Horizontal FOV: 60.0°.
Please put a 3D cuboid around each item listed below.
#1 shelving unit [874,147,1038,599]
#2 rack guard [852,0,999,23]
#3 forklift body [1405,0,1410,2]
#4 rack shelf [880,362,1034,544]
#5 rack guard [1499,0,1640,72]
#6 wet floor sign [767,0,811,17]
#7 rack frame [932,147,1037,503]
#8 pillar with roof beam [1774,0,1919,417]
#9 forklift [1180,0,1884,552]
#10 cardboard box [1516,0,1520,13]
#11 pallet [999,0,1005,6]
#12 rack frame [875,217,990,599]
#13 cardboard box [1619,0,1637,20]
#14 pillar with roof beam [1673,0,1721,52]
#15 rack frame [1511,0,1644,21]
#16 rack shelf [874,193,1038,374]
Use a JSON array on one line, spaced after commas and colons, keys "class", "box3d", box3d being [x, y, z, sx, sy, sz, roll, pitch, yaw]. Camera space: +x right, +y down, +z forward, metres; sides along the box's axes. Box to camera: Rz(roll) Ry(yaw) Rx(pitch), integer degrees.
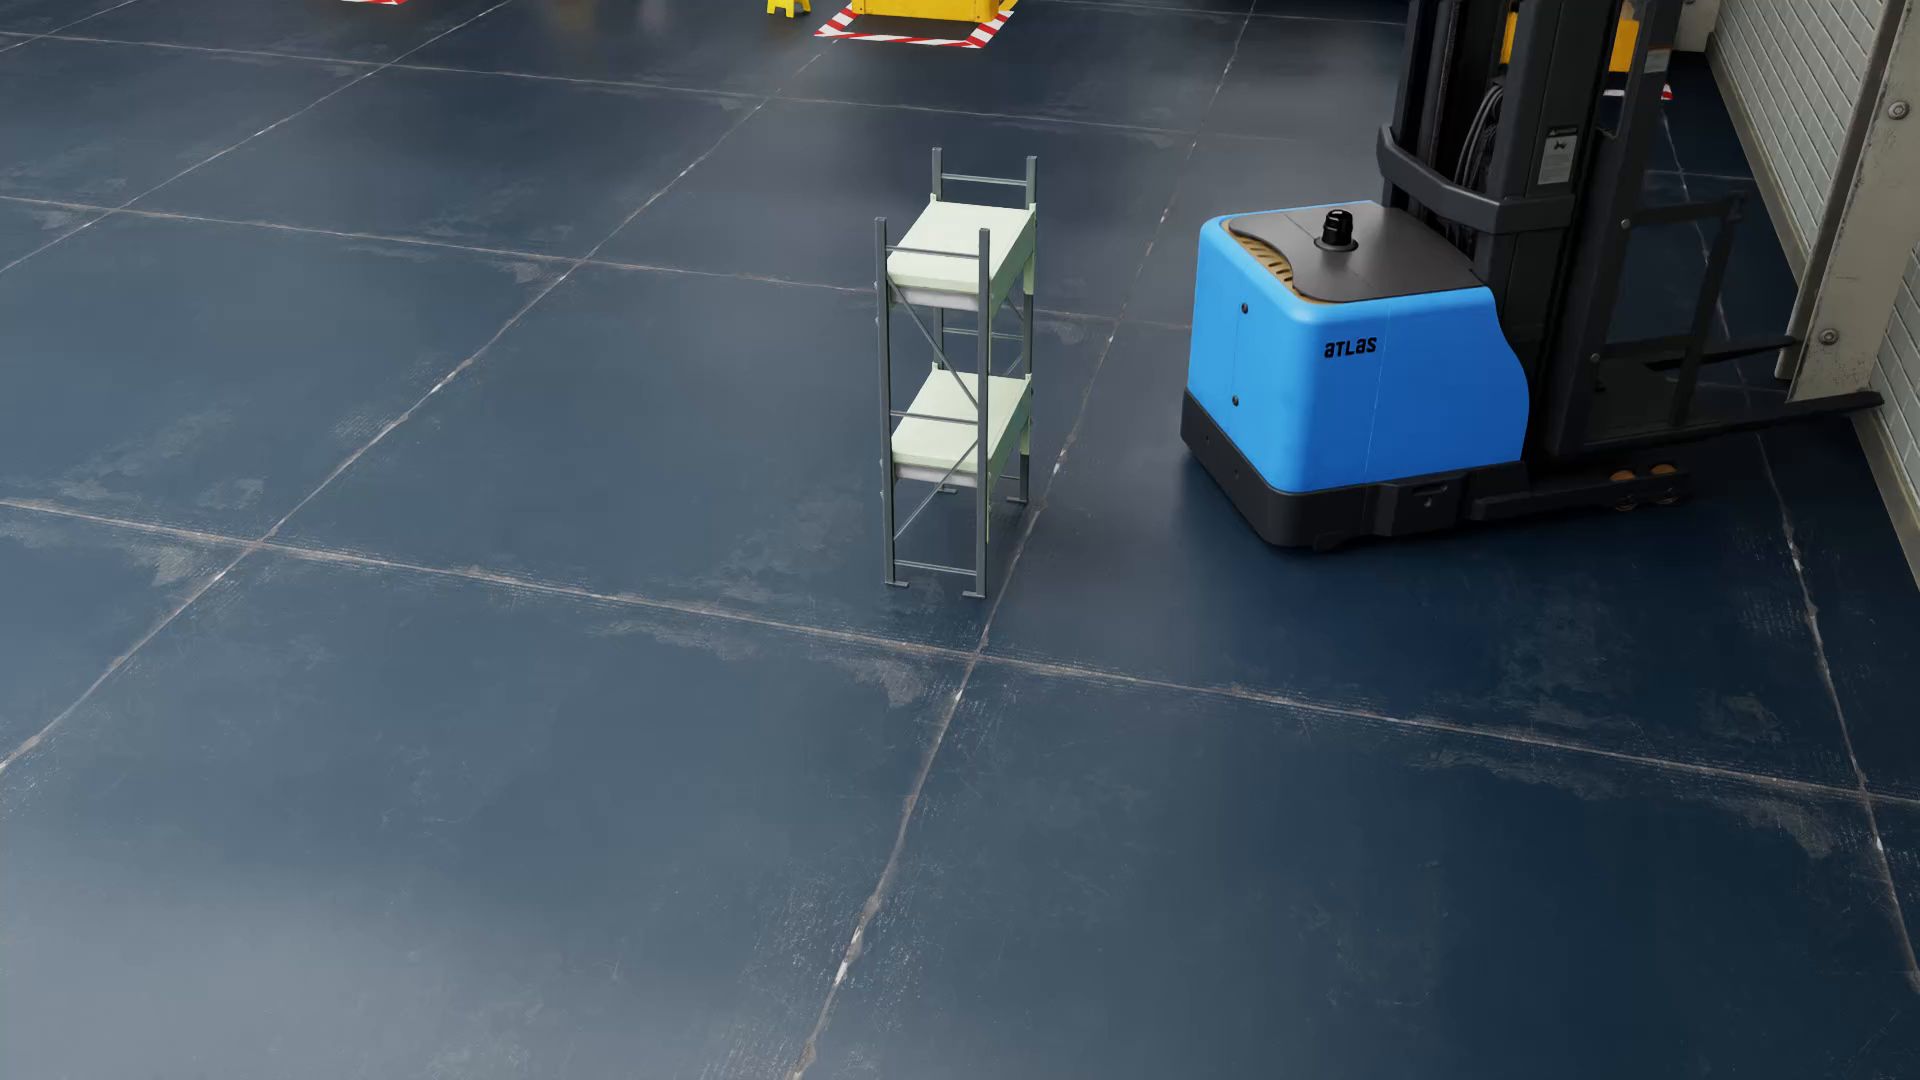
[{"class": "shelving unit", "box3d": [-0.002, -0.629, 6.342, 0.431, 1.500, 0.755, 8, 33, 12]}, {"class": "rack guard", "box3d": [-0.283, -4.484, 13.337, 1.175, 0.500, 0.348, 8, 33, 12]}, {"class": "forklift body", "box3d": [3.217, -5.700, 13.711, 2.313, 2.155, 1.214, 8, 33, 12]}, {"class": "rack shelf", "box3d": [-0.002, -0.354, 6.517, 0.431, 0.370, 0.720, 8, 33, 12]}, {"class": "rack guard", "box3d": [4.494, -3.758, 12.196, 1.175, 0.500, 0.348, 8, 33, 12]}, {"class": "wet floor sign", "box3d": [-1.385, -4.553, 13.310, 0.267, 0.644, 0.232, 20, 38, 29]}, {"class": "rack frame", "box3d": [0.091, -0.819, 6.641, 0.400, 1.500, 0.023, 8, 33, 12]}, {"class": "pillar with roof beam", "box3d": [-0.138, -5.068, 6.335, 9.100, 9.000, 0.400, 8, 33, 12]}, {"class": "forklift", "box3d": [2.548, -1.623, 6.571, 3.031, 2.935, 1.130, -8, 33, -13]}, {"class": "cardboard box", "box3d": [4.314, -4.129, 12.621, 0.500, 0.250, 0.500, 8, 33, 13]}, {"class": "pallet", "box3d": [-0.042, -4.779, 14.071, 1.003, 0.211, 1.213, 8, 33, 12]}, {"class": "rack frame", "box3d": [-0.095, -0.440, 6.043, 0.400, 1.500, 0.023, 8, 33, 12]}, {"class": "cardboard box", "box3d": [4.814, -4.071, 12.529, 0.500, 0.250, 0.500, 8, 33, 13]}, {"class": "pillar with roof beam", "box3d": [1.385, -8.182, 11.233, 9.100, 9.000, 0.400, 8, 33, 12]}, {"class": "rack frame", "box3d": [4.500, -4.826, 11.545, 1.000, 3.000, 0.127, 8, 33, 12]}, {"class": "rack shelf", "box3d": [-0.002, -0.959, 6.133, 0.431, 0.370, 0.720, 8, 33, 12]}]
